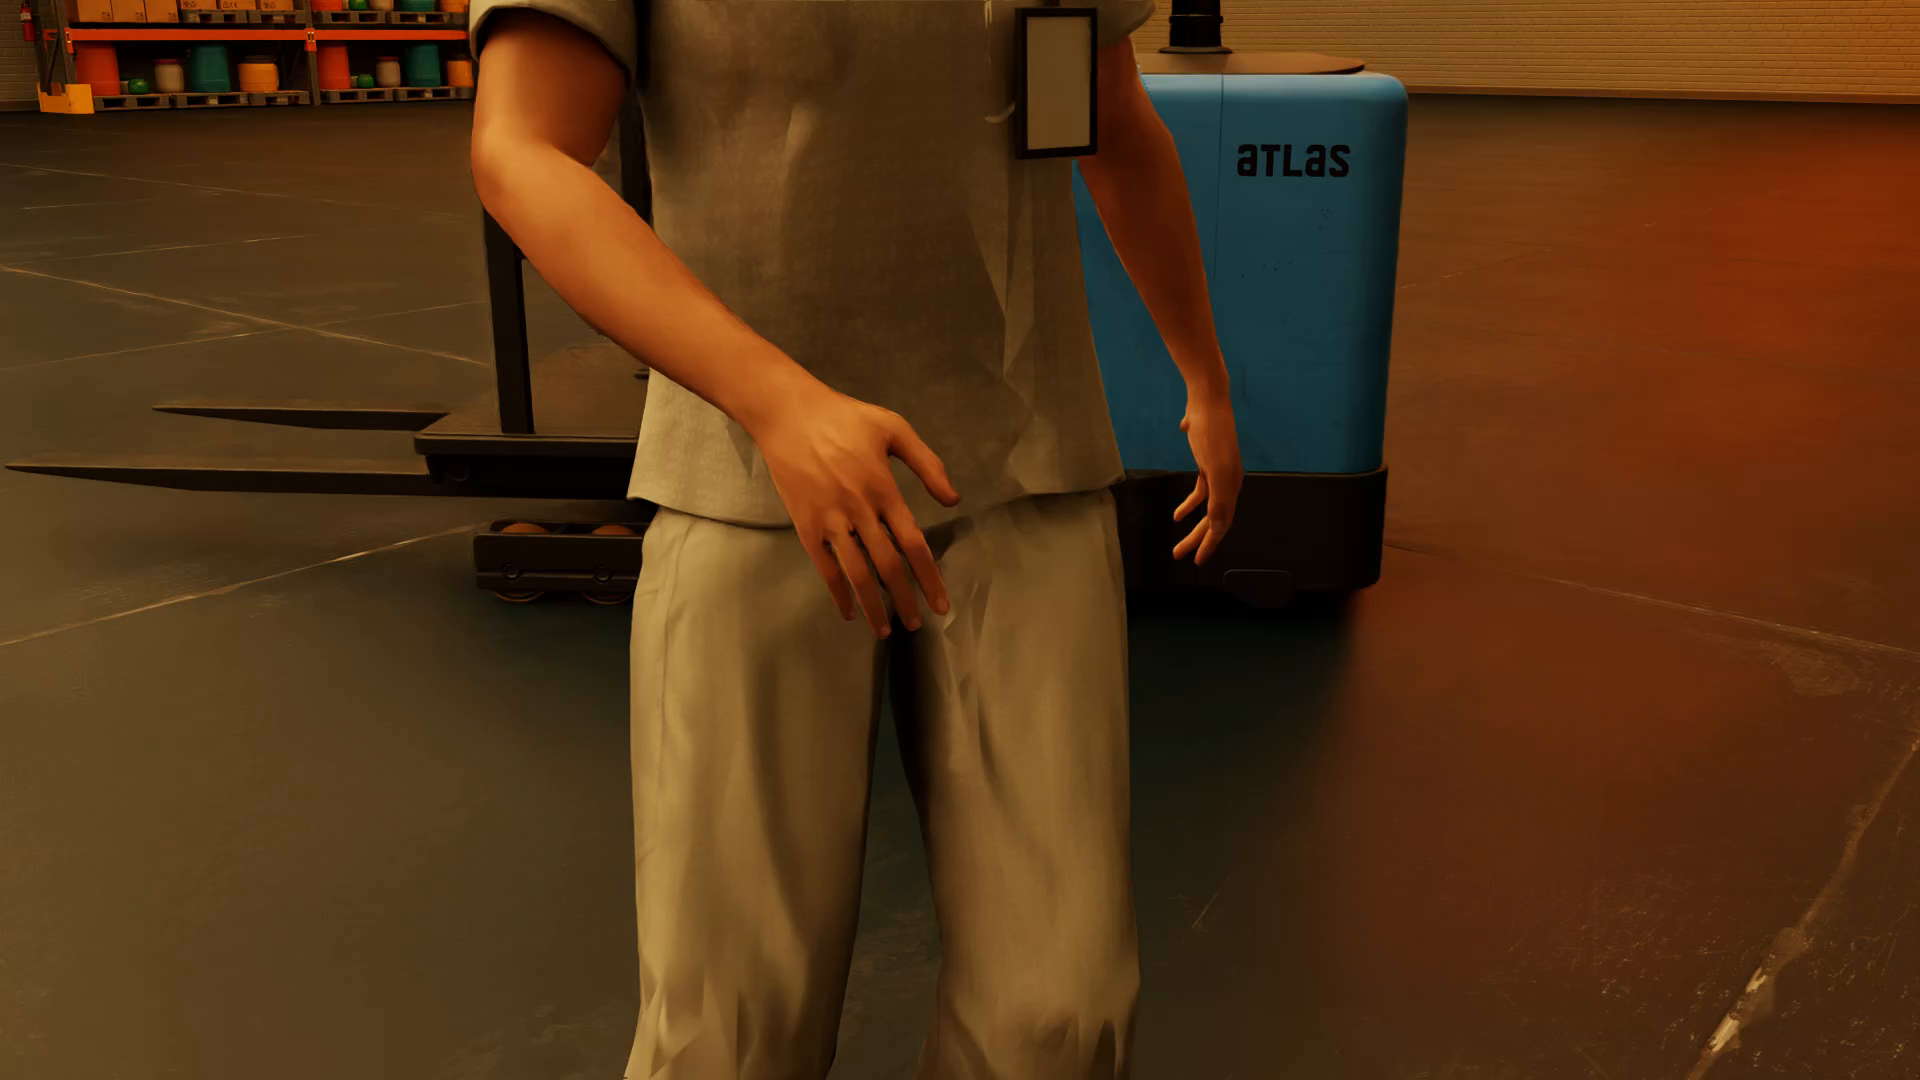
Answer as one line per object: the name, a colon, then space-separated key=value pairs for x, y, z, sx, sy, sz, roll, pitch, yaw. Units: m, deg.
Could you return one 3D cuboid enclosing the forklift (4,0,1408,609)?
forklift: x=-0.608 y=-1.416 z=3.561 sx=3.031 sy=2.935 sz=1.130 roll=1 pitch=17 yaw=4
